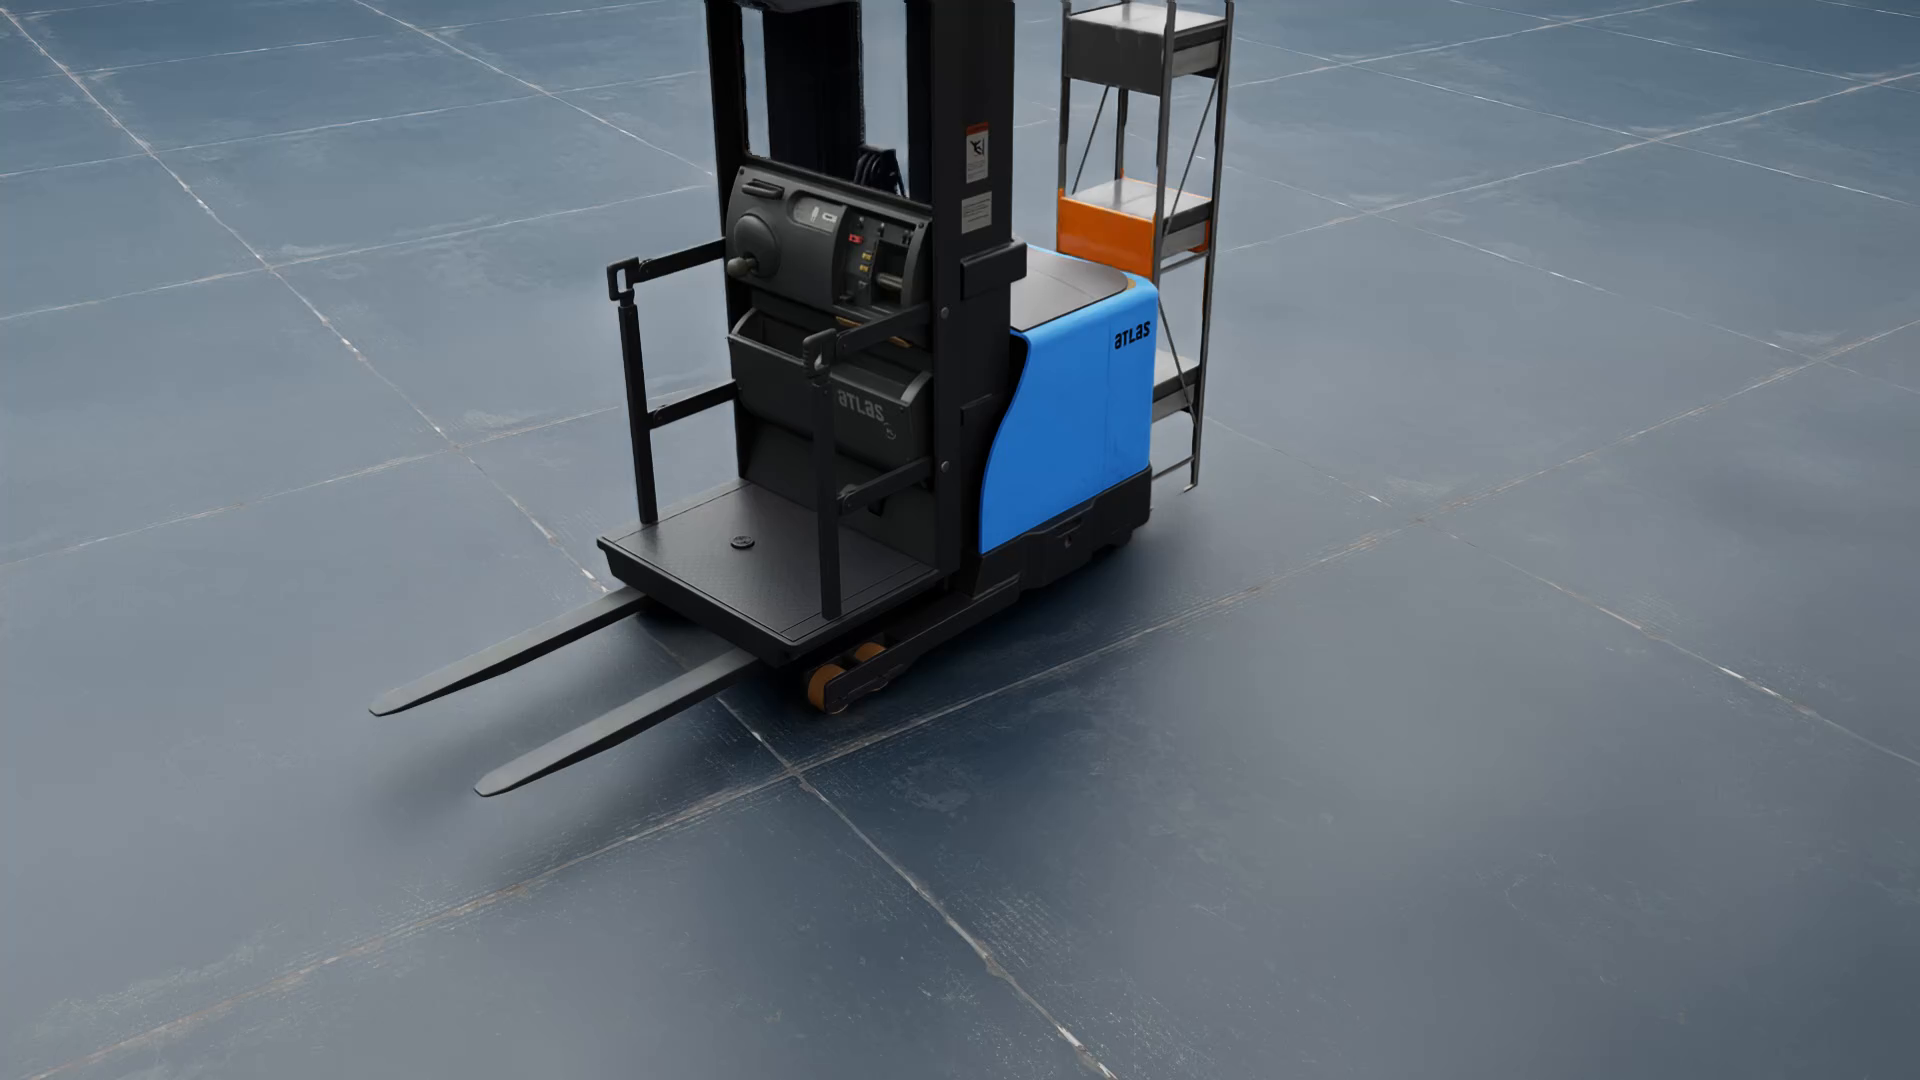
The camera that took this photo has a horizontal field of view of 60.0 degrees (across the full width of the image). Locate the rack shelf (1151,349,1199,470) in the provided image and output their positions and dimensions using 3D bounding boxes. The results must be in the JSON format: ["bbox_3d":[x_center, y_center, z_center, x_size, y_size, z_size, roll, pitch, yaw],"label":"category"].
[{"bbox_3d":[0.707,-0.544,7.047,0.480,0.518,0.431,24,37,37],"label":"rack shelf"}]

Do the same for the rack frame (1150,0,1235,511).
[{"bbox_3d":[0.885,-1.091,6.559,0.015,2.100,0.400,24,37,37],"label":"rack frame"}]

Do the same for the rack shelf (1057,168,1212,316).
[{"bbox_3d":[0.707,-1.159,6.713,0.480,0.518,0.431,24,37,37],"label":"rack shelf"}]

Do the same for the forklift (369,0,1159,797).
[{"bbox_3d":[-0.605,-0.972,5.468,1.130,2.935,3.031,24,37,37],"label":"forklift"}]

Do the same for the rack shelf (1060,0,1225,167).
[{"bbox_3d":[0.707,-1.774,6.379,0.480,0.518,0.431,24,37,37],"label":"rack shelf"}]

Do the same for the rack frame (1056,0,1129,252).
[{"bbox_3d":[0.530,-1.251,6.853,0.015,2.100,0.400,24,37,37],"label":"rack frame"}]

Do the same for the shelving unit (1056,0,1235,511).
[{"bbox_3d":[0.707,-1.171,6.706,0.503,2.100,0.431,24,37,37],"label":"shelving unit"}]
